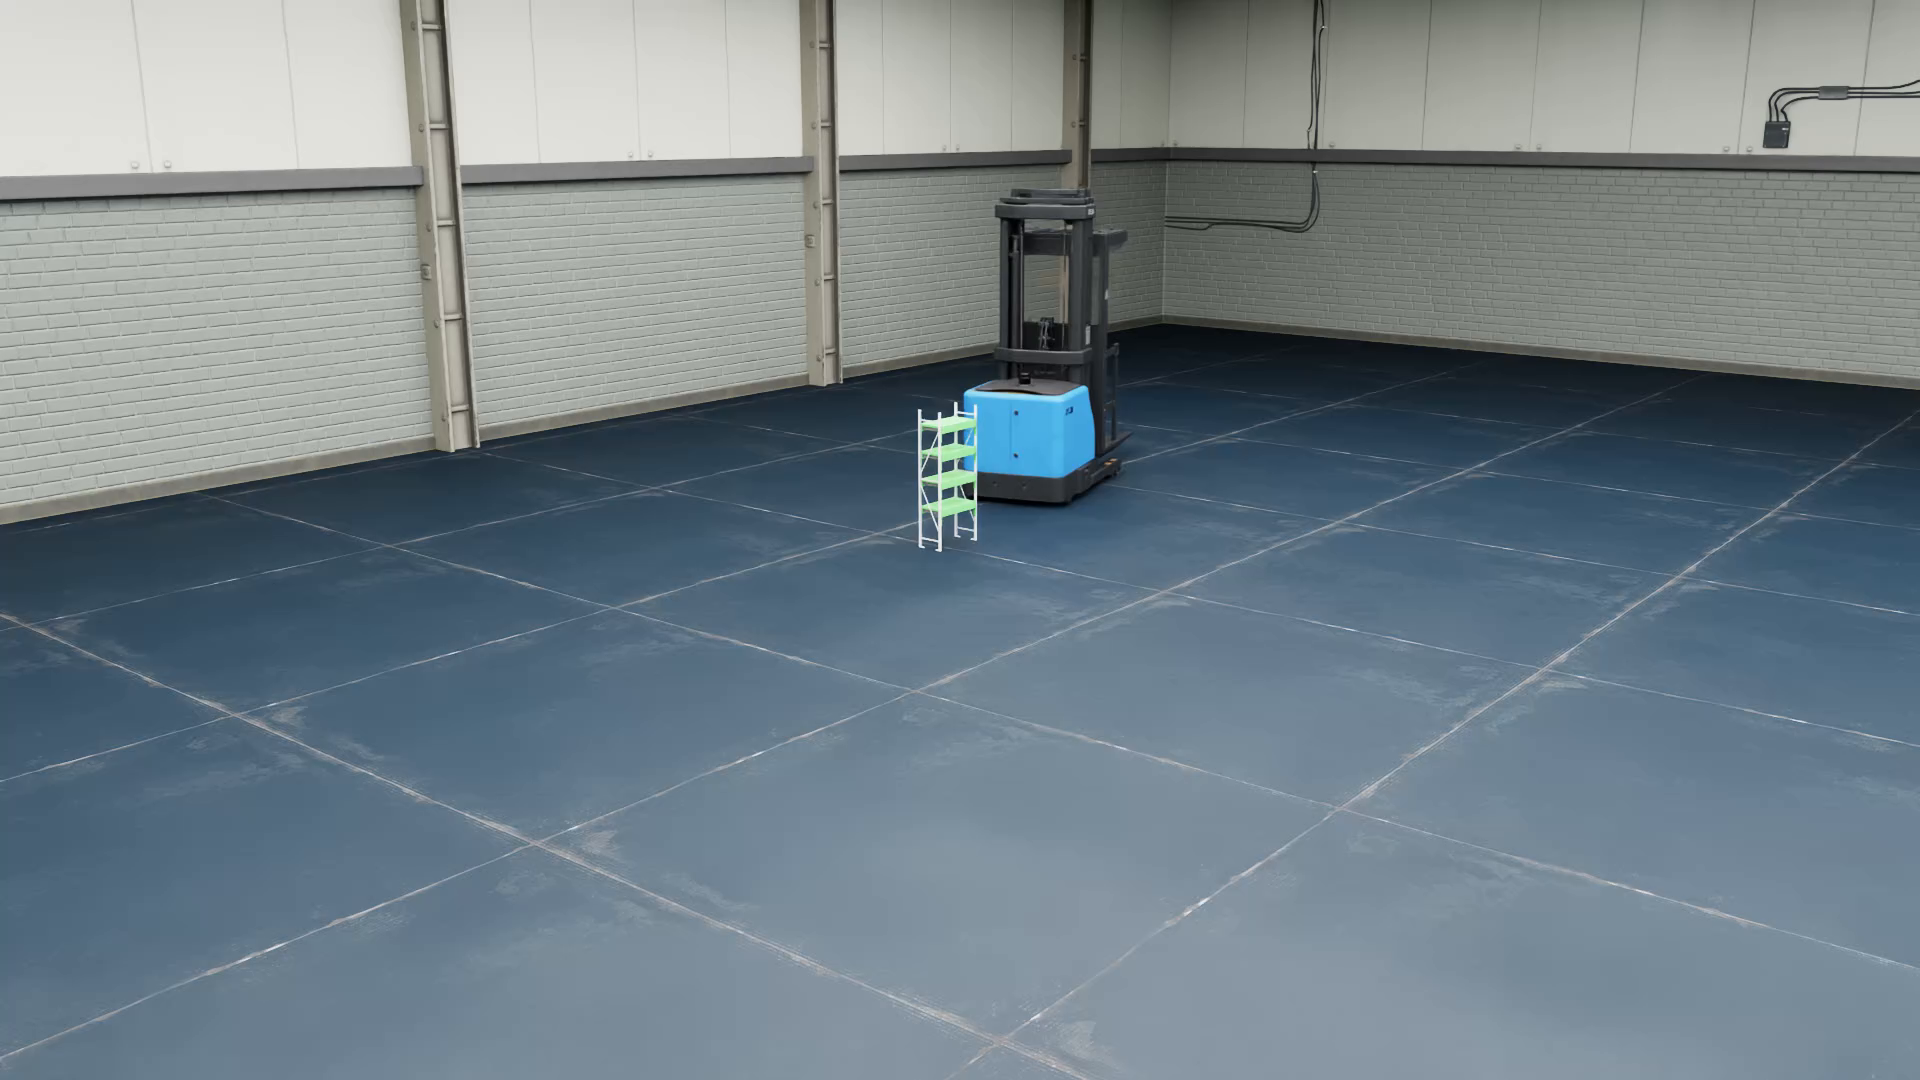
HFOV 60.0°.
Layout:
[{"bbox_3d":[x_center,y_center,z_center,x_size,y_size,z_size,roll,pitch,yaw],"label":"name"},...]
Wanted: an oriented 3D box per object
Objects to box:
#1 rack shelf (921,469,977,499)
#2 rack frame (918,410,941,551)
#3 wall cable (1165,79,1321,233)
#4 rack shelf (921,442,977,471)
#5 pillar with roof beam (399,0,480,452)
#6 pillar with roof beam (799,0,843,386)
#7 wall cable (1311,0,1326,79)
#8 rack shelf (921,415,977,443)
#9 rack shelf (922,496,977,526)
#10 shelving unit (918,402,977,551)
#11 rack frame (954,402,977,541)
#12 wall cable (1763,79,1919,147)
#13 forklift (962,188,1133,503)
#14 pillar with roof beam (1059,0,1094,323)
[{"bbox_3d":[-0.104,-0.488,14.366,0.258,0.148,0.480,11,18,38],"label":"rack shelf"},{"bbox_3d":[-0.257,-0.503,14.166,0.240,1.200,0.015,11,18,38],"label":"rack frame"},{"bbox_3d":[4.770,-6.551,28.439,3.097,2.526,0.112,11,18,38],"label":"wall cable"},{"bbox_3d":[-0.104,-0.721,14.307,0.258,0.148,0.480,11,18,38],"label":"rack shelf"},{"bbox_3d":[-2.304,-4.732,14.973,9.100,9.000,0.400,11,18,38],"label":"pillar with roof beam"},{"bbox_3d":[1.468,-5.881,19.496,9.100,9.000,0.400,11,18,38],"label":"pillar with roof beam"},{"bbox_3d":[6.874,-8.580,26.170,3.097,2.526,0.112,11,18,38],"label":"wall cable"},{"bbox_3d":[-0.104,-0.953,14.248,0.258,0.148,0.480,11,18,38],"label":"rack shelf"},{"bbox_3d":[-0.104,-0.255,14.425,0.258,0.148,0.480,11,18,38],"label":"rack shelf"},{"bbox_3d":[-0.104,-0.550,14.350,0.258,1.200,0.503,11,18,38],"label":"shelving unit"},{"bbox_3d":[0.049,-0.597,14.534,0.240,1.200,0.015,11,18,38],"label":"rack frame"},{"bbox_3d":[12.144,-8.232,21.843,2.305,6.003,0.169,11,18,38],"label":"wall cable"},{"bbox_3d":[1.036,-2.089,16.893,1.130,2.935,3.031,6,15,21],"label":"forklift"},{"bbox_3d":[5.239,-7.030,24.019,9.100,9.000,0.400,11,18,38],"label":"pillar with roof beam"}]
